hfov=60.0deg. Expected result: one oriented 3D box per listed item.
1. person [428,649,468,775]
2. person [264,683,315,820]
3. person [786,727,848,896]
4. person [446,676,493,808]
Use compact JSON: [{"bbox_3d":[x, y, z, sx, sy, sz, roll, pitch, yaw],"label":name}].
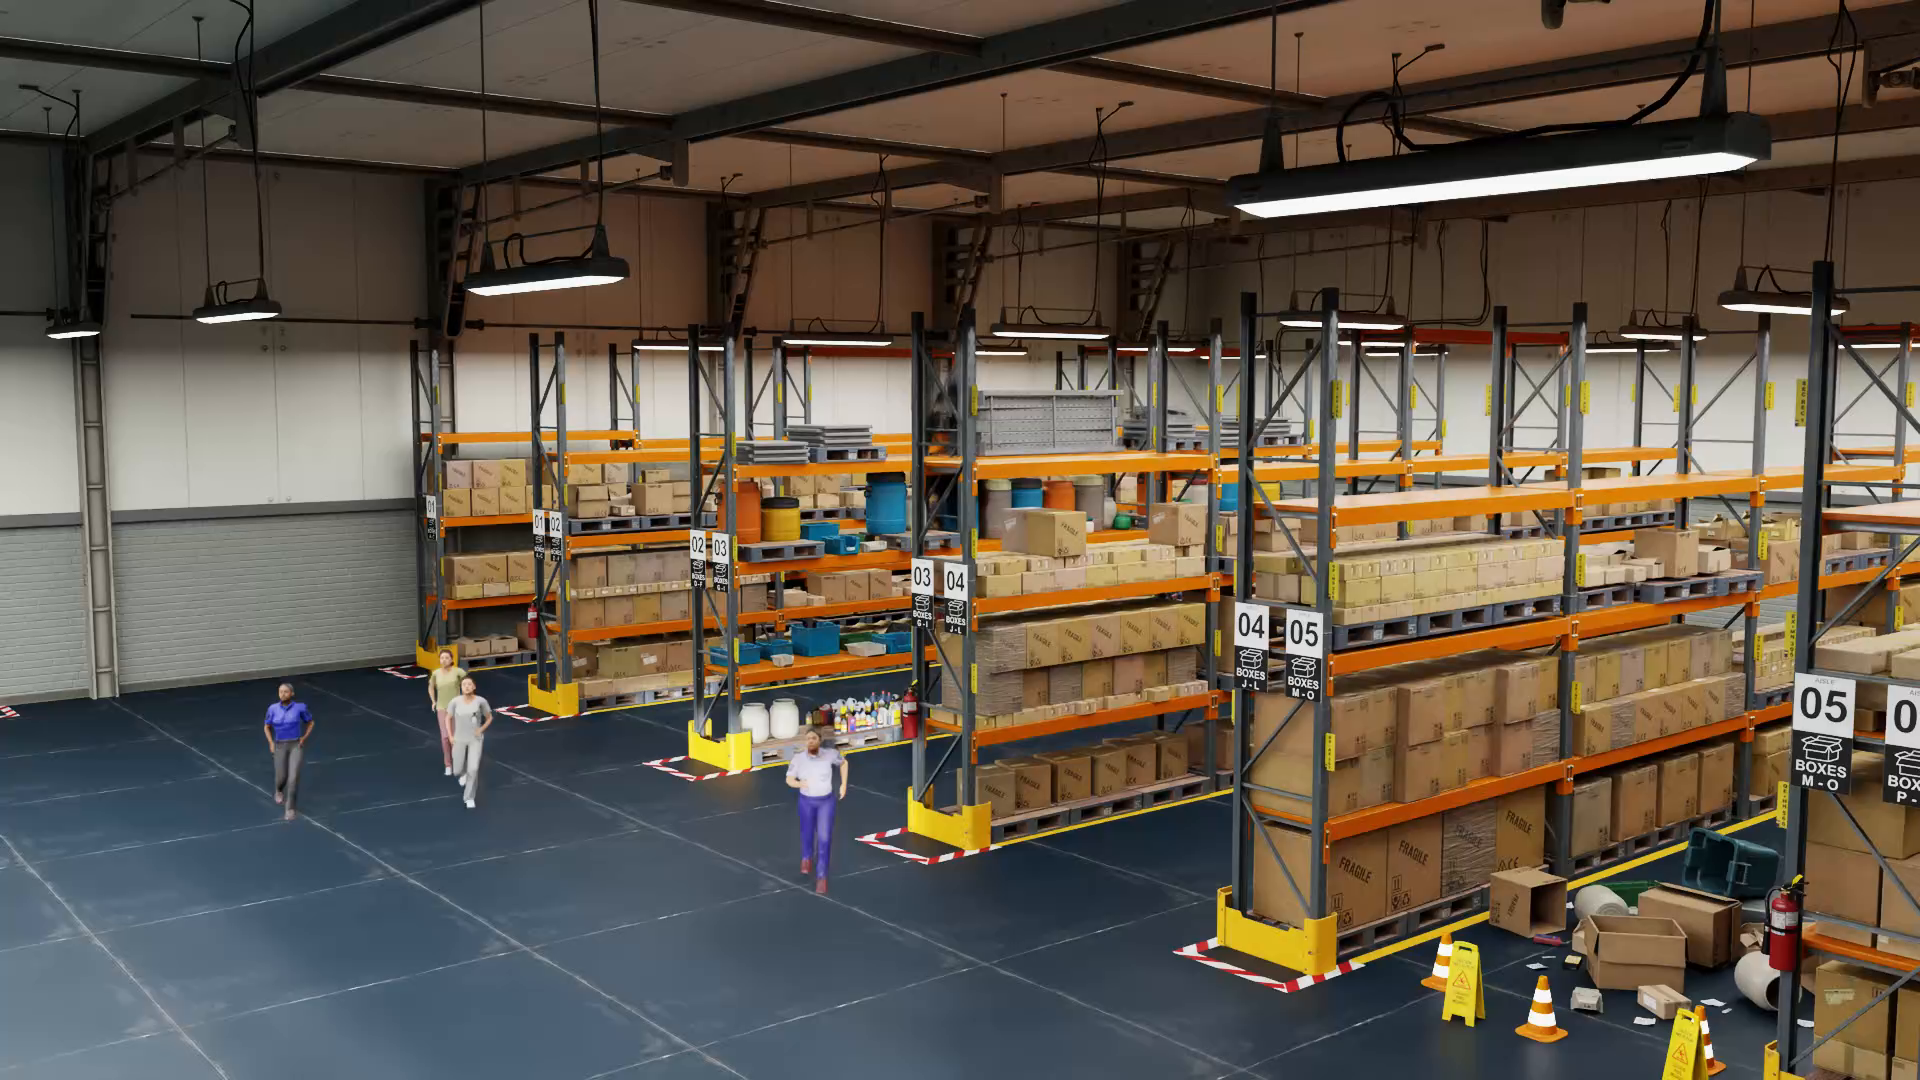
[{"bbox_3d":[-6.857,2.281,22.418,0.586,1.671,0.733,-1,5,-8],"label":"person"},{"bbox_3d":[-8.073,2.518,20.050,0.576,1.631,0.609,-2,6,-17],"label":"person"},{"bbox_3d":[-1.480,2.763,17.234,0.610,1.697,0.881,0,5,2],"label":"person"},{"bbox_3d":[-6.059,2.467,20.551,0.565,1.600,0.620,-1,5,-9],"label":"person"}]
